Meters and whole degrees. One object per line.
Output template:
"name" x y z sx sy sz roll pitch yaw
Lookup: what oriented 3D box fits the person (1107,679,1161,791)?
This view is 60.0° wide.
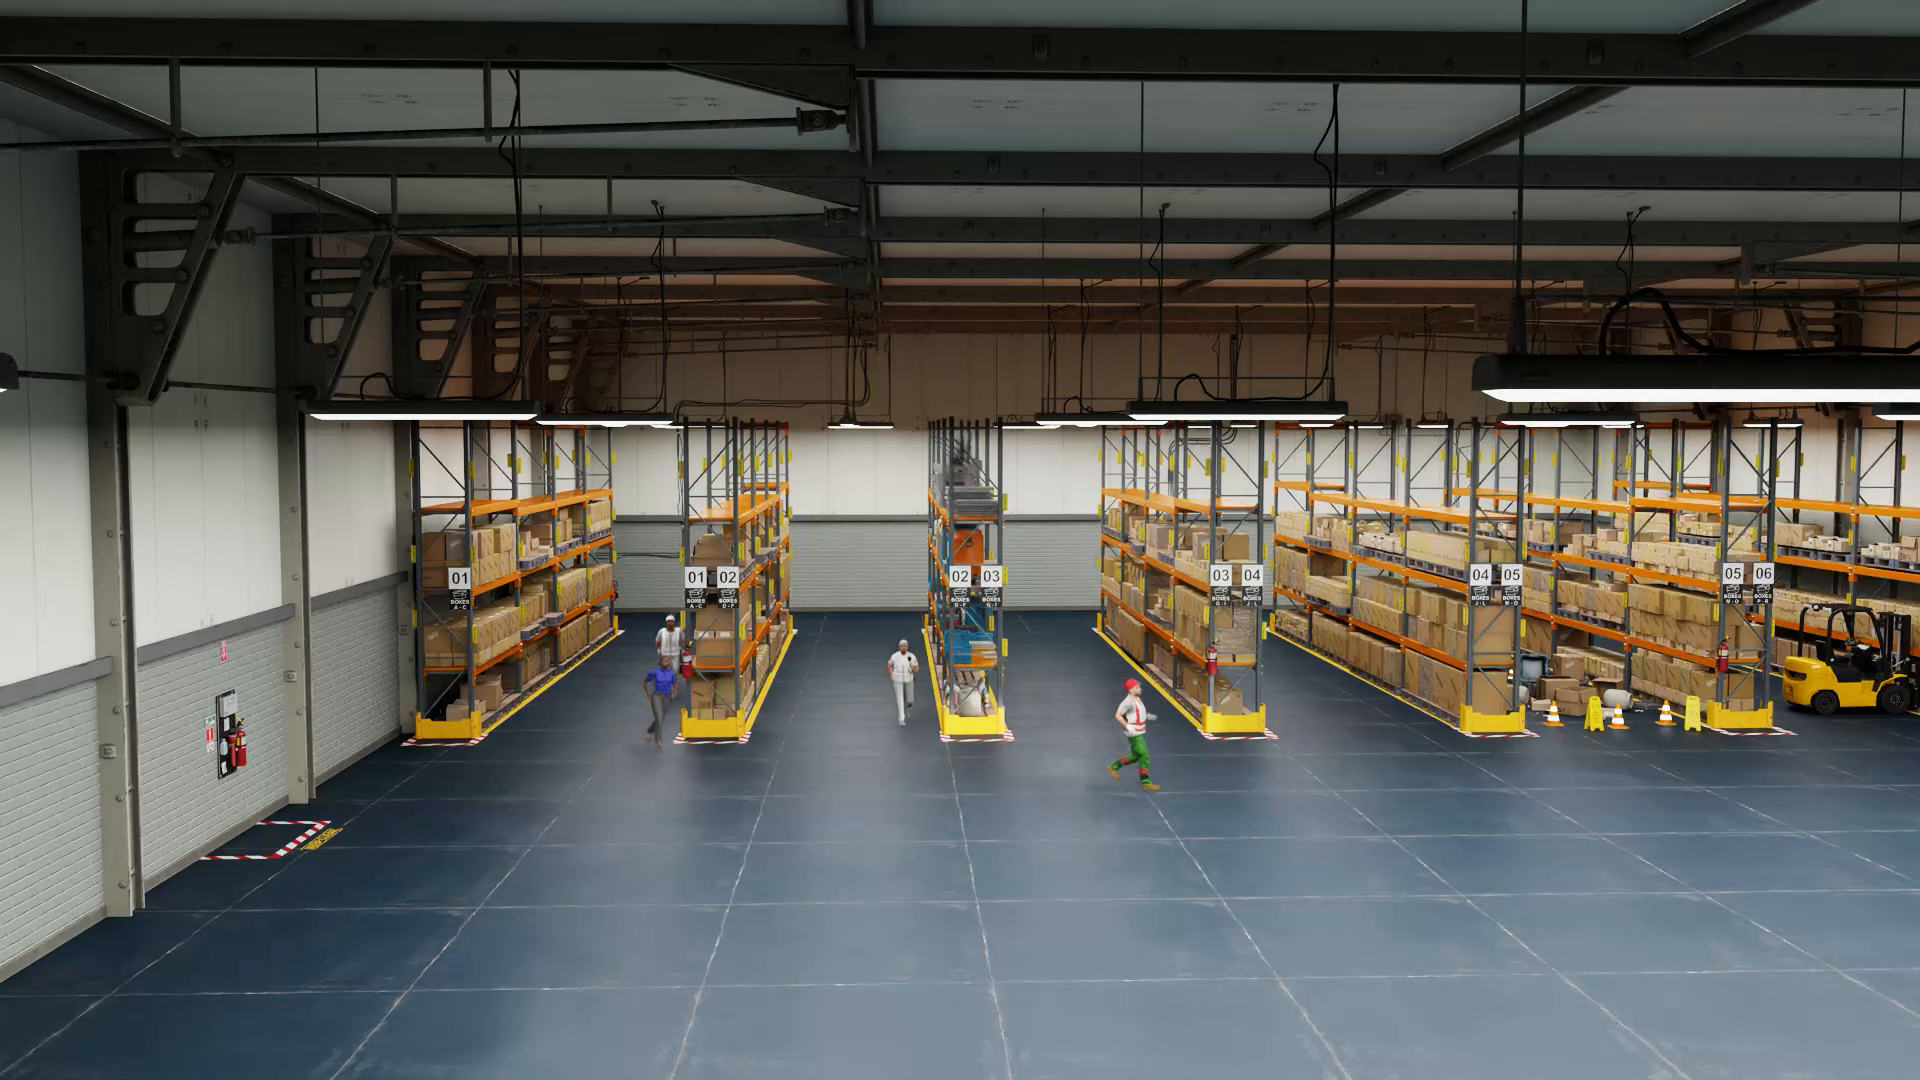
"person" 2.783 3.100 26.575 0.903 1.766 0.669 2 4 22

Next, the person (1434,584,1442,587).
"person" 14.235 1.659 49.374 0.666 1.713 0.711 2 4 23

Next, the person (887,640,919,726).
"person" -1.114 2.775 32.621 0.620 1.634 0.804 0 4 -5

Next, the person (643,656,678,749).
"person" -5.458 2.943 30.378 0.601 1.644 0.784 -3 5 -37

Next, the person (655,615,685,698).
"person" -6.261 2.504 36.031 0.682 1.753 0.769 -1 4 -11
